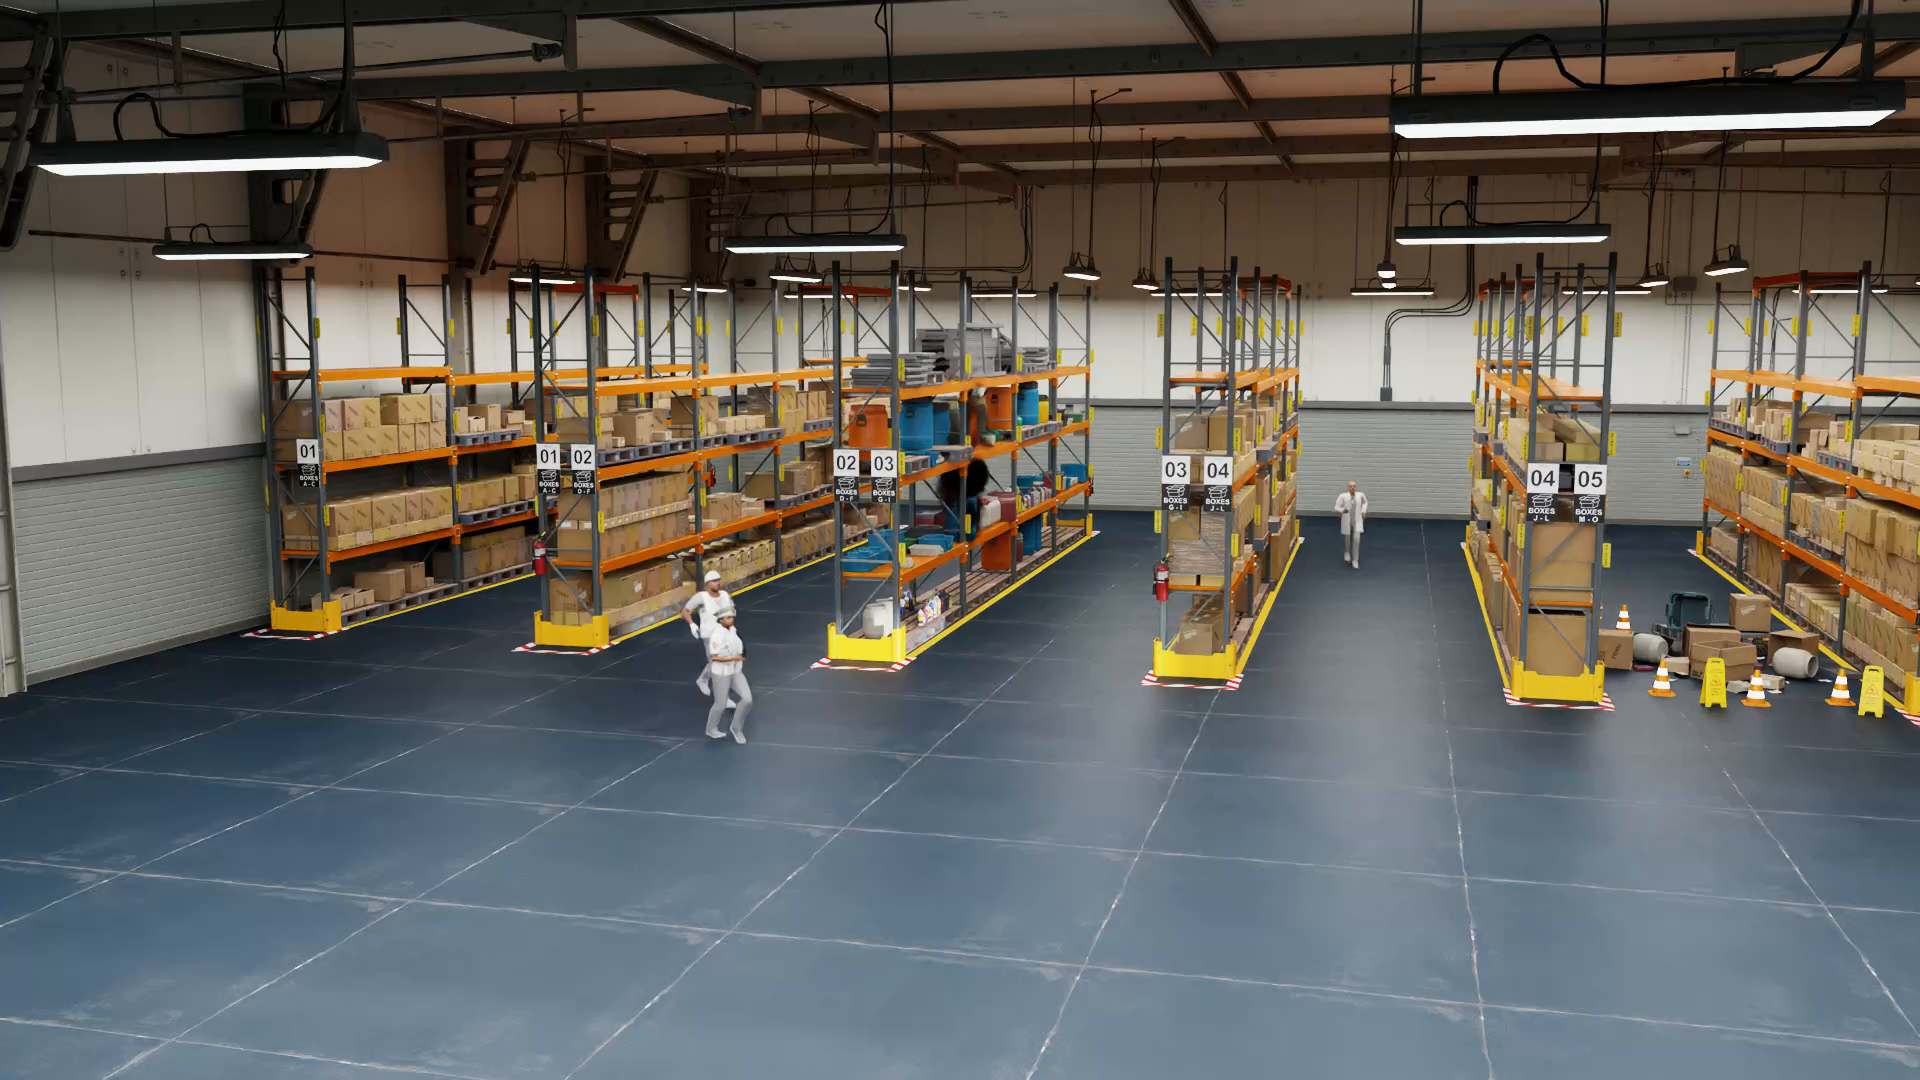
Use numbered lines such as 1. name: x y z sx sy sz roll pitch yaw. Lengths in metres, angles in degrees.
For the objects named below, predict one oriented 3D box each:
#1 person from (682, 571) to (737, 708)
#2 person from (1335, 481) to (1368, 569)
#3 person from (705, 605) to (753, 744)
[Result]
1. person: -3.261 1.287 22.135 0.997 1.771 0.683 7 10 43
2. person: 8.280 -0.351 35.194 0.707 1.798 1.049 1 7 6
3. person: -2.799 1.638 20.090 0.720 1.735 0.551 5 9 36
